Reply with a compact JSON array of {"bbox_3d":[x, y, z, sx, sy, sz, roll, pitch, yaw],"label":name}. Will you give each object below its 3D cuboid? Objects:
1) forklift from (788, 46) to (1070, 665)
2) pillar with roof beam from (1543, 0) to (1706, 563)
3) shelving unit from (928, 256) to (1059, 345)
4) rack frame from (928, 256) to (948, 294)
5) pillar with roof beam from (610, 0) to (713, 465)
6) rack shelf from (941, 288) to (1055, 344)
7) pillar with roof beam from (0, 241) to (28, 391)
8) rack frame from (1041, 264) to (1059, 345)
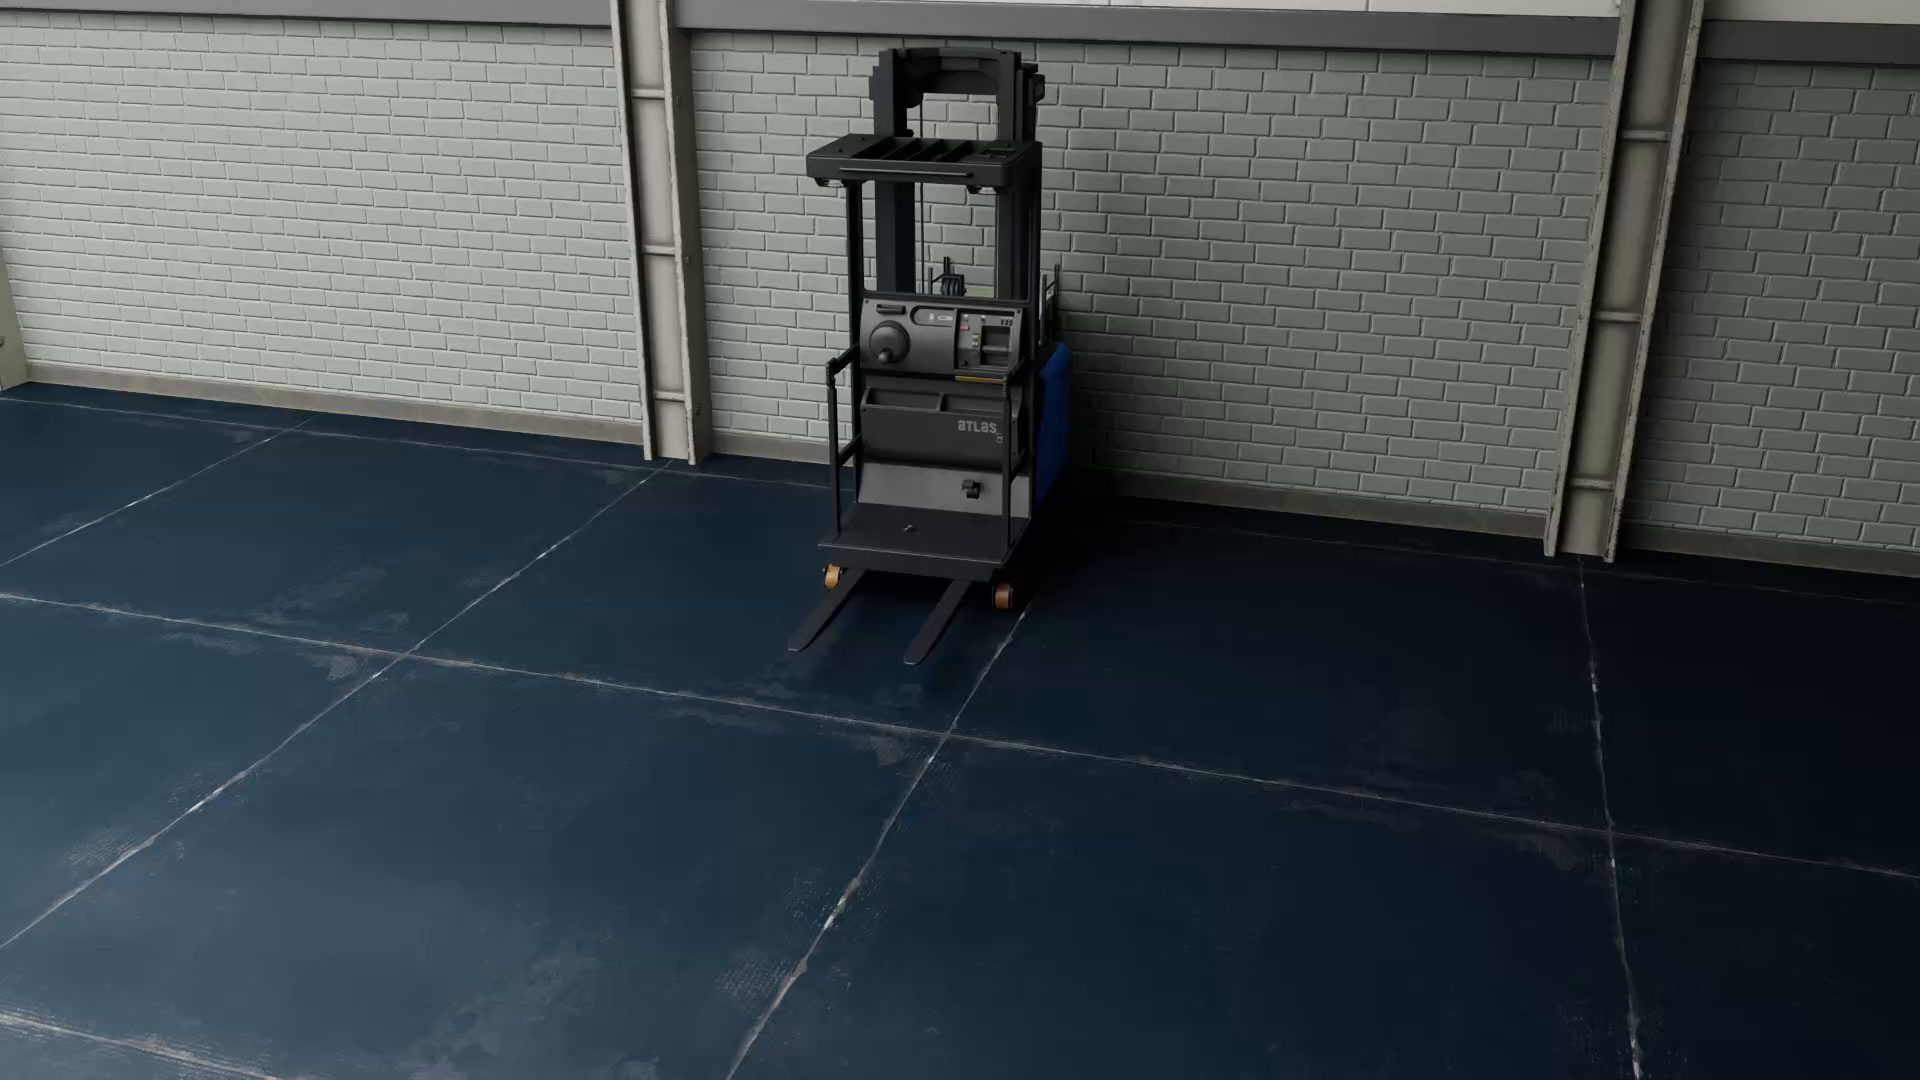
[{"bbox_3d":[-0.159,-1.124,9.149,1.130,2.935,3.031,6,23,13],"label":"forklift"},{"bbox_3d":[2.522,-2.541,4.606,0.400,9.000,9.100,7,23,16],"label":"pillar with roof beam"},{"bbox_3d":[0.206,-1.030,10.755,0.755,1.500,0.431,6,21,14],"label":"shelving unit"},{"bbox_3d":[-0.148,-1.067,10.843,0.023,1.500,0.400,6,21,14],"label":"rack frame"},{"bbox_3d":[-3.222,-3.198,6.209,0.400,9.000,9.100,7,23,16],"label":"pillar with roof beam"},{"bbox_3d":[0.211,-1.396,10.620,0.720,0.370,0.431,6,21,14],"label":"rack shelf"},{"bbox_3d":[-8.966,-3.856,7.813,0.400,9.000,9.100,7,23,16],"label":"pillar with roof beam"},{"bbox_3d":[0.559,-0.993,10.668,0.023,1.500,0.400,6,21,14],"label":"rack frame"}]
